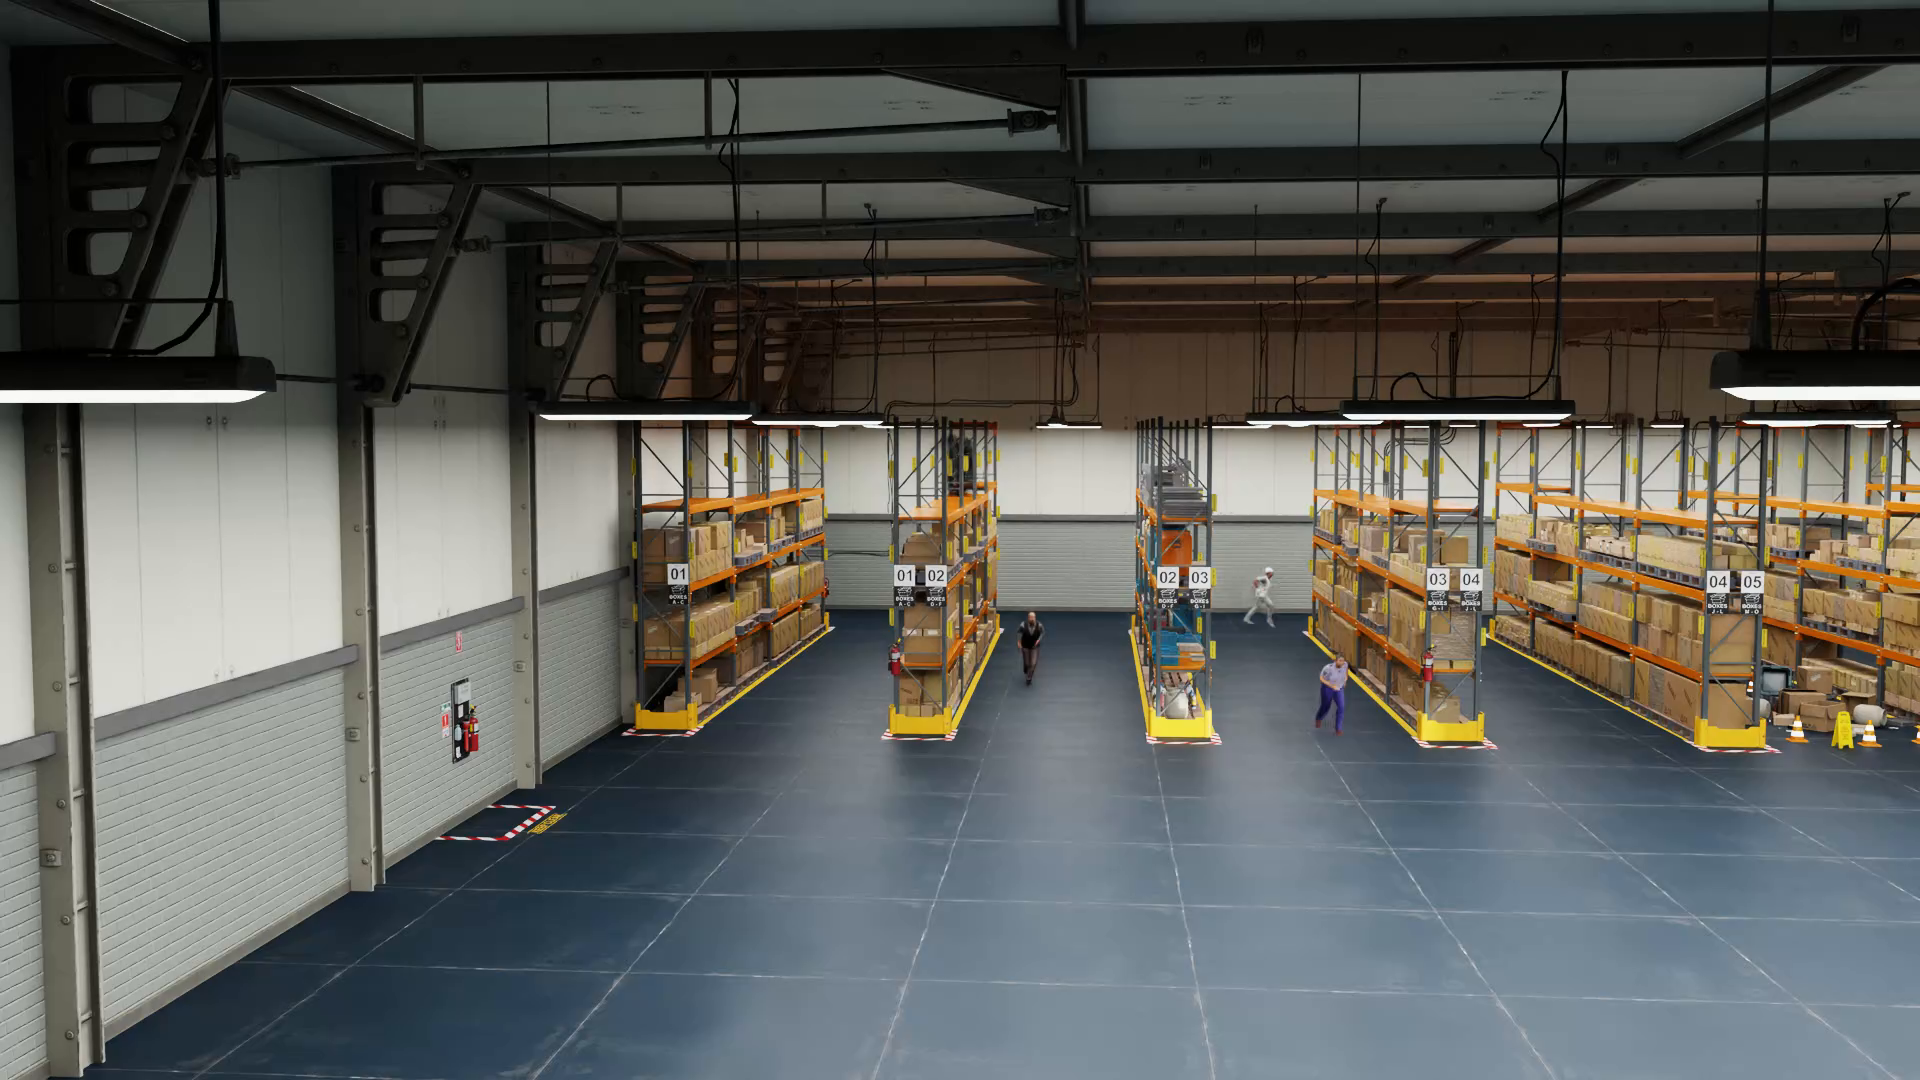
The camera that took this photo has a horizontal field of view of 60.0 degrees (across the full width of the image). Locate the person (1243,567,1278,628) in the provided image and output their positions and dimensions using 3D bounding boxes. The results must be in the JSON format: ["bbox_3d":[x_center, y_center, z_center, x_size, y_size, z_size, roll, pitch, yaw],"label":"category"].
[{"bbox_3d":[8.787,1.685,48.607,0.984,1.791,0.675,1,4,14],"label":"person"}]

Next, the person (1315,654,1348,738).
[{"bbox_3d":[7.029,2.916,31.541,0.648,1.598,0.965,-1,4,-16],"label":"person"}]

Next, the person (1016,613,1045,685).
[{"bbox_3d":[1.596,2.455,37.751,0.652,1.657,0.749,-1,4,-8],"label":"person"}]
